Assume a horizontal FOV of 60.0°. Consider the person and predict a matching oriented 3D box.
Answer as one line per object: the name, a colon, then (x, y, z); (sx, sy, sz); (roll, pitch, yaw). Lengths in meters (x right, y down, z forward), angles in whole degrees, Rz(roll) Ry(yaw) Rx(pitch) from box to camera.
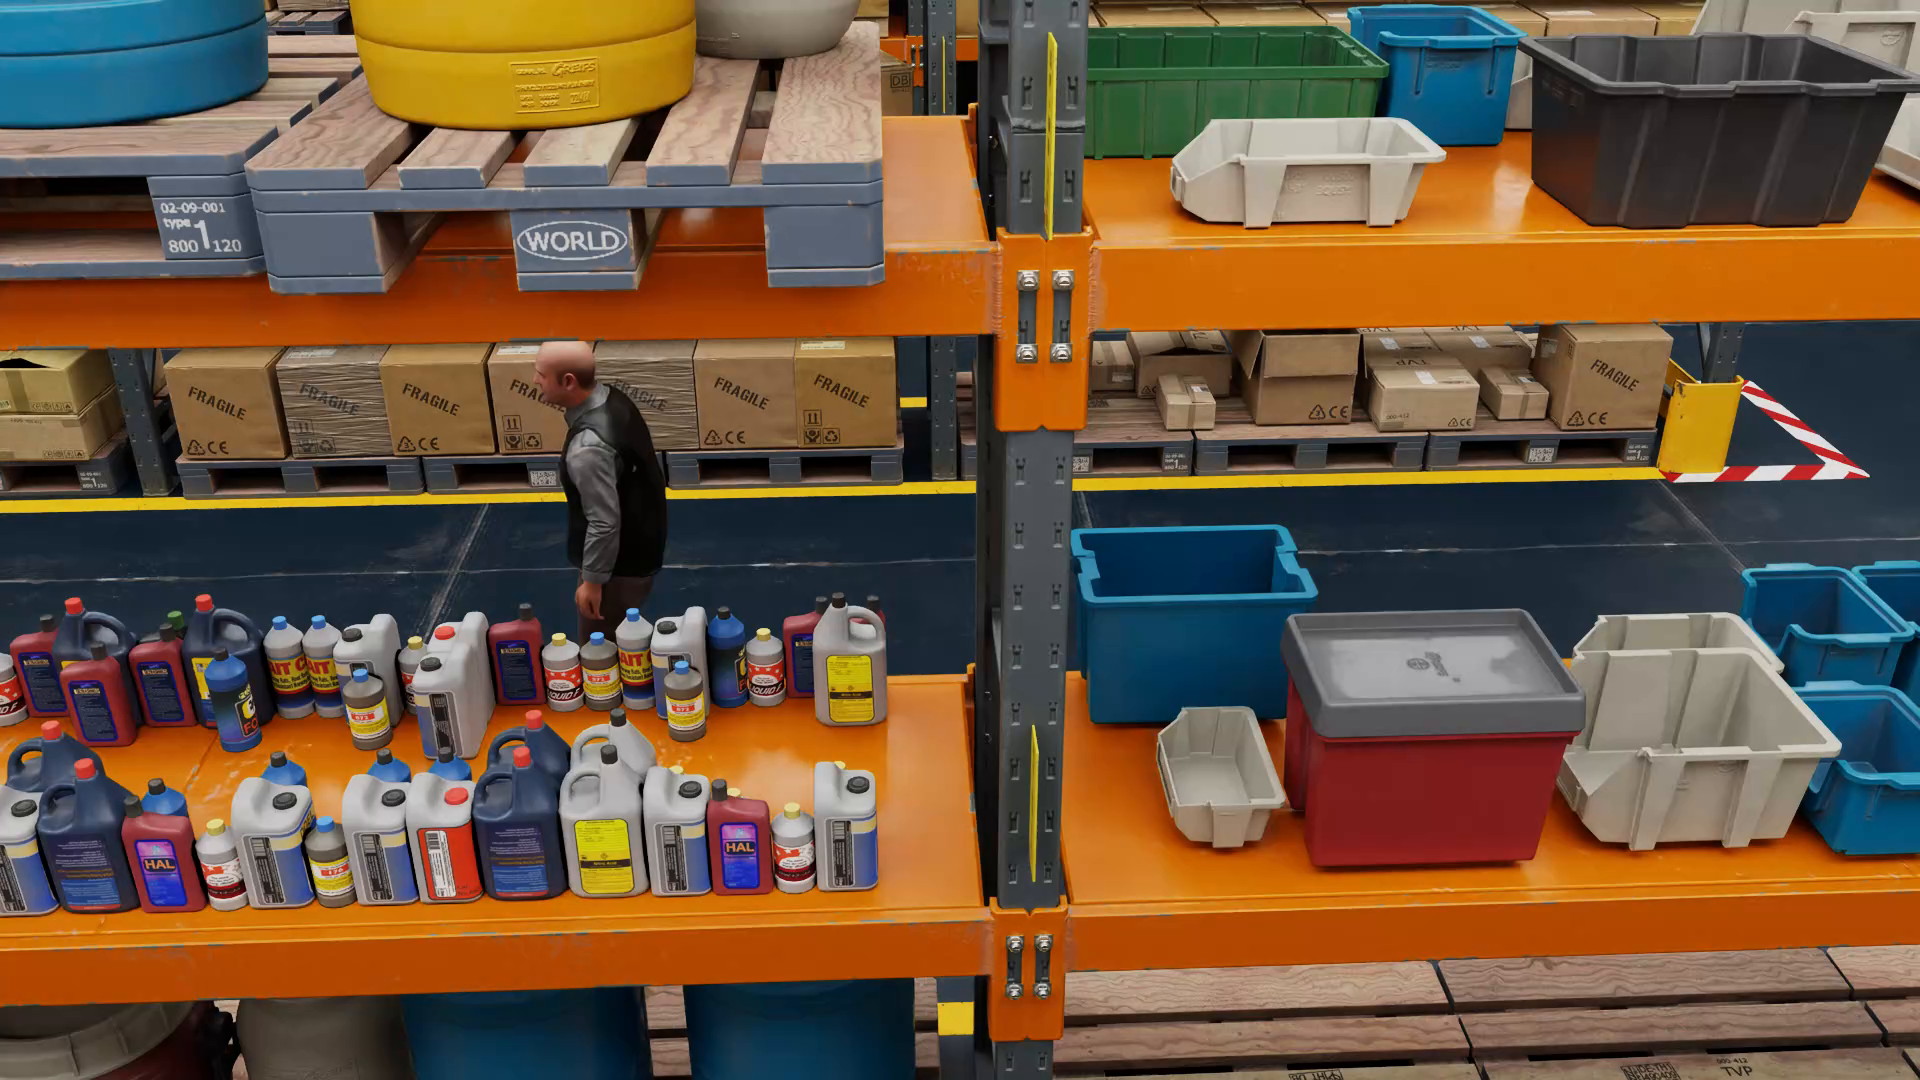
person: (-1.257, 0.066, 6.017); (0.419, 1.720, 0.578); (-2, 27, -3)
